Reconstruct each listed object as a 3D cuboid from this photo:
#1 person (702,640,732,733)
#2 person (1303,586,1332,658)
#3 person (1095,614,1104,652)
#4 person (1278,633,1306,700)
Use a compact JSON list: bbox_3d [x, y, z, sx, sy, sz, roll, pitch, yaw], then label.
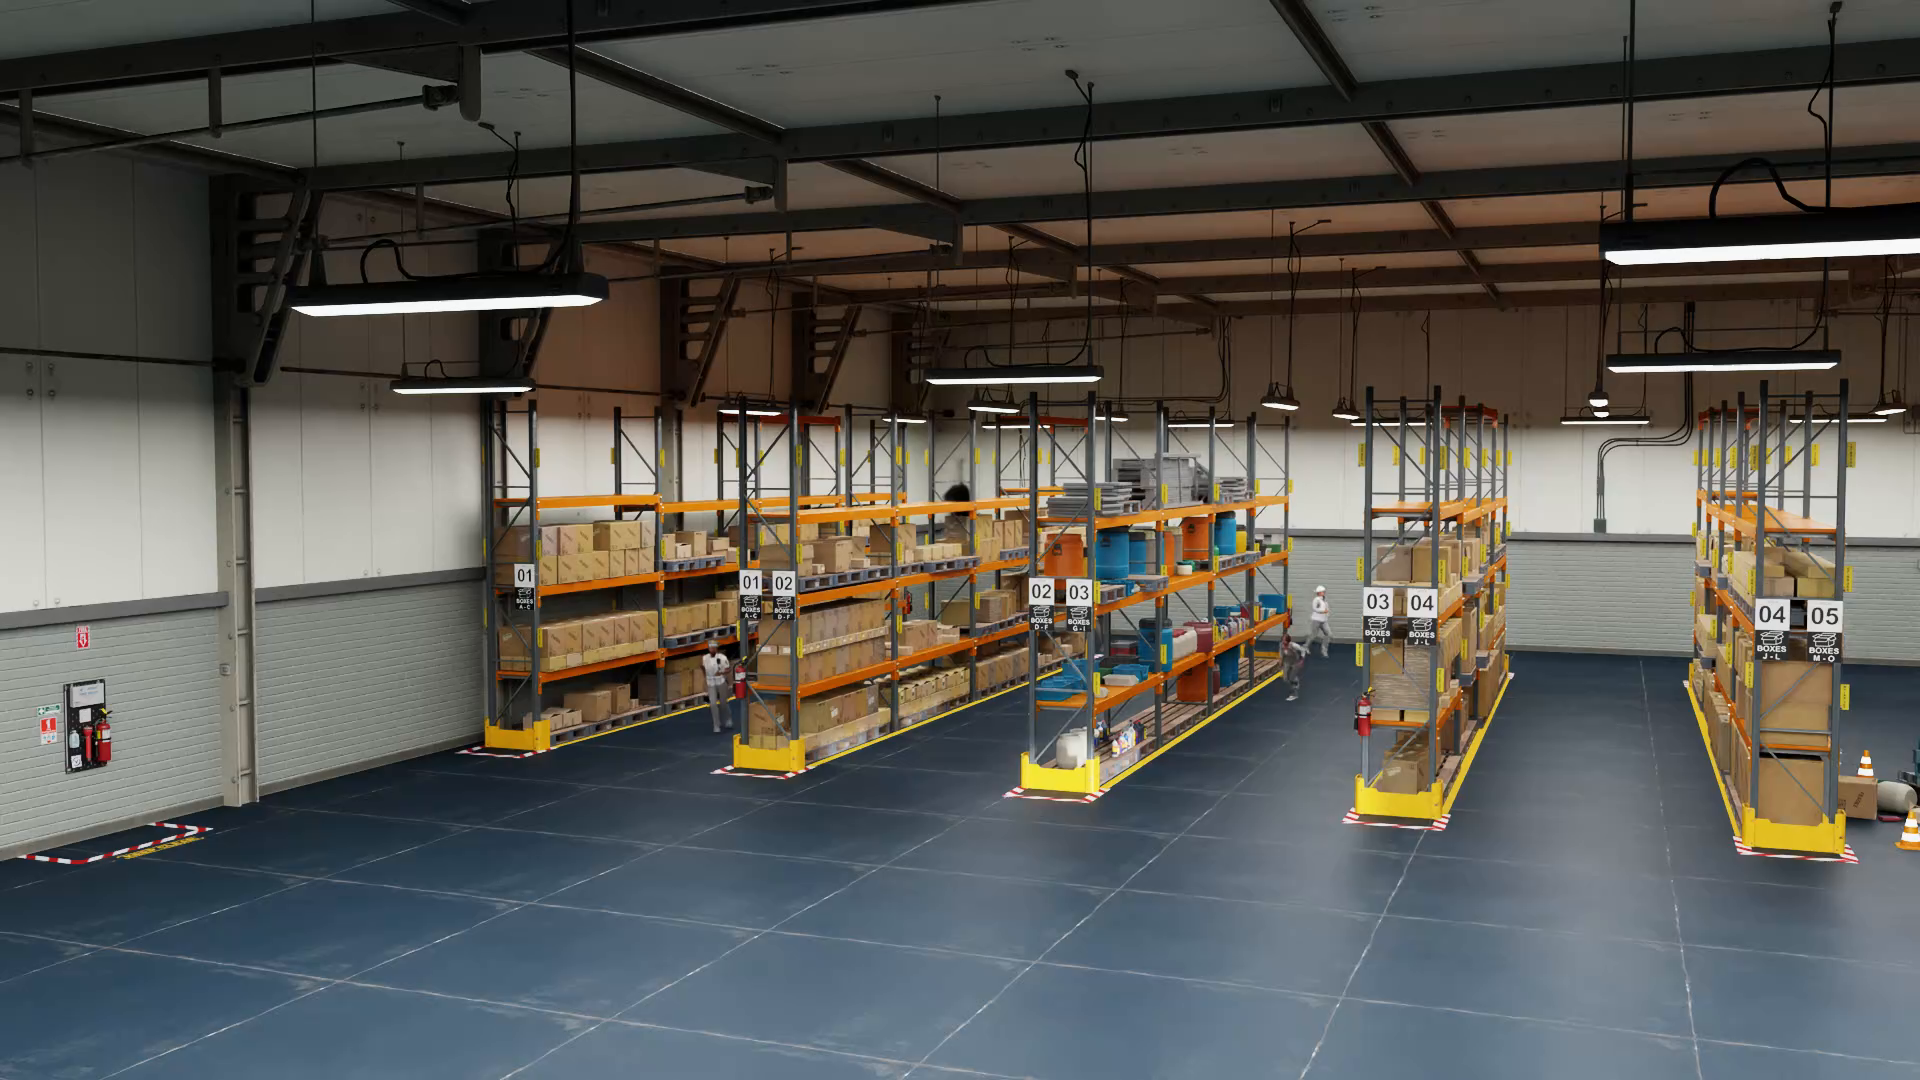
[{"bbox_3d":[-4.463,2.646,30.431,0.569,1.661,0.863,0,3,-1],"label":"person"},{"bbox_3d":[9.042,2.063,41.945,0.742,1.815,0.717,3,4,44],"label":"person"},{"bbox_3d":[3.630,2.103,43.279,0.575,1.606,0.801,0,3,0],"label":"person"},{"bbox_3d":[6.863,2.614,34.292,0.562,1.419,0.790,2,3,33],"label":"person"}]
